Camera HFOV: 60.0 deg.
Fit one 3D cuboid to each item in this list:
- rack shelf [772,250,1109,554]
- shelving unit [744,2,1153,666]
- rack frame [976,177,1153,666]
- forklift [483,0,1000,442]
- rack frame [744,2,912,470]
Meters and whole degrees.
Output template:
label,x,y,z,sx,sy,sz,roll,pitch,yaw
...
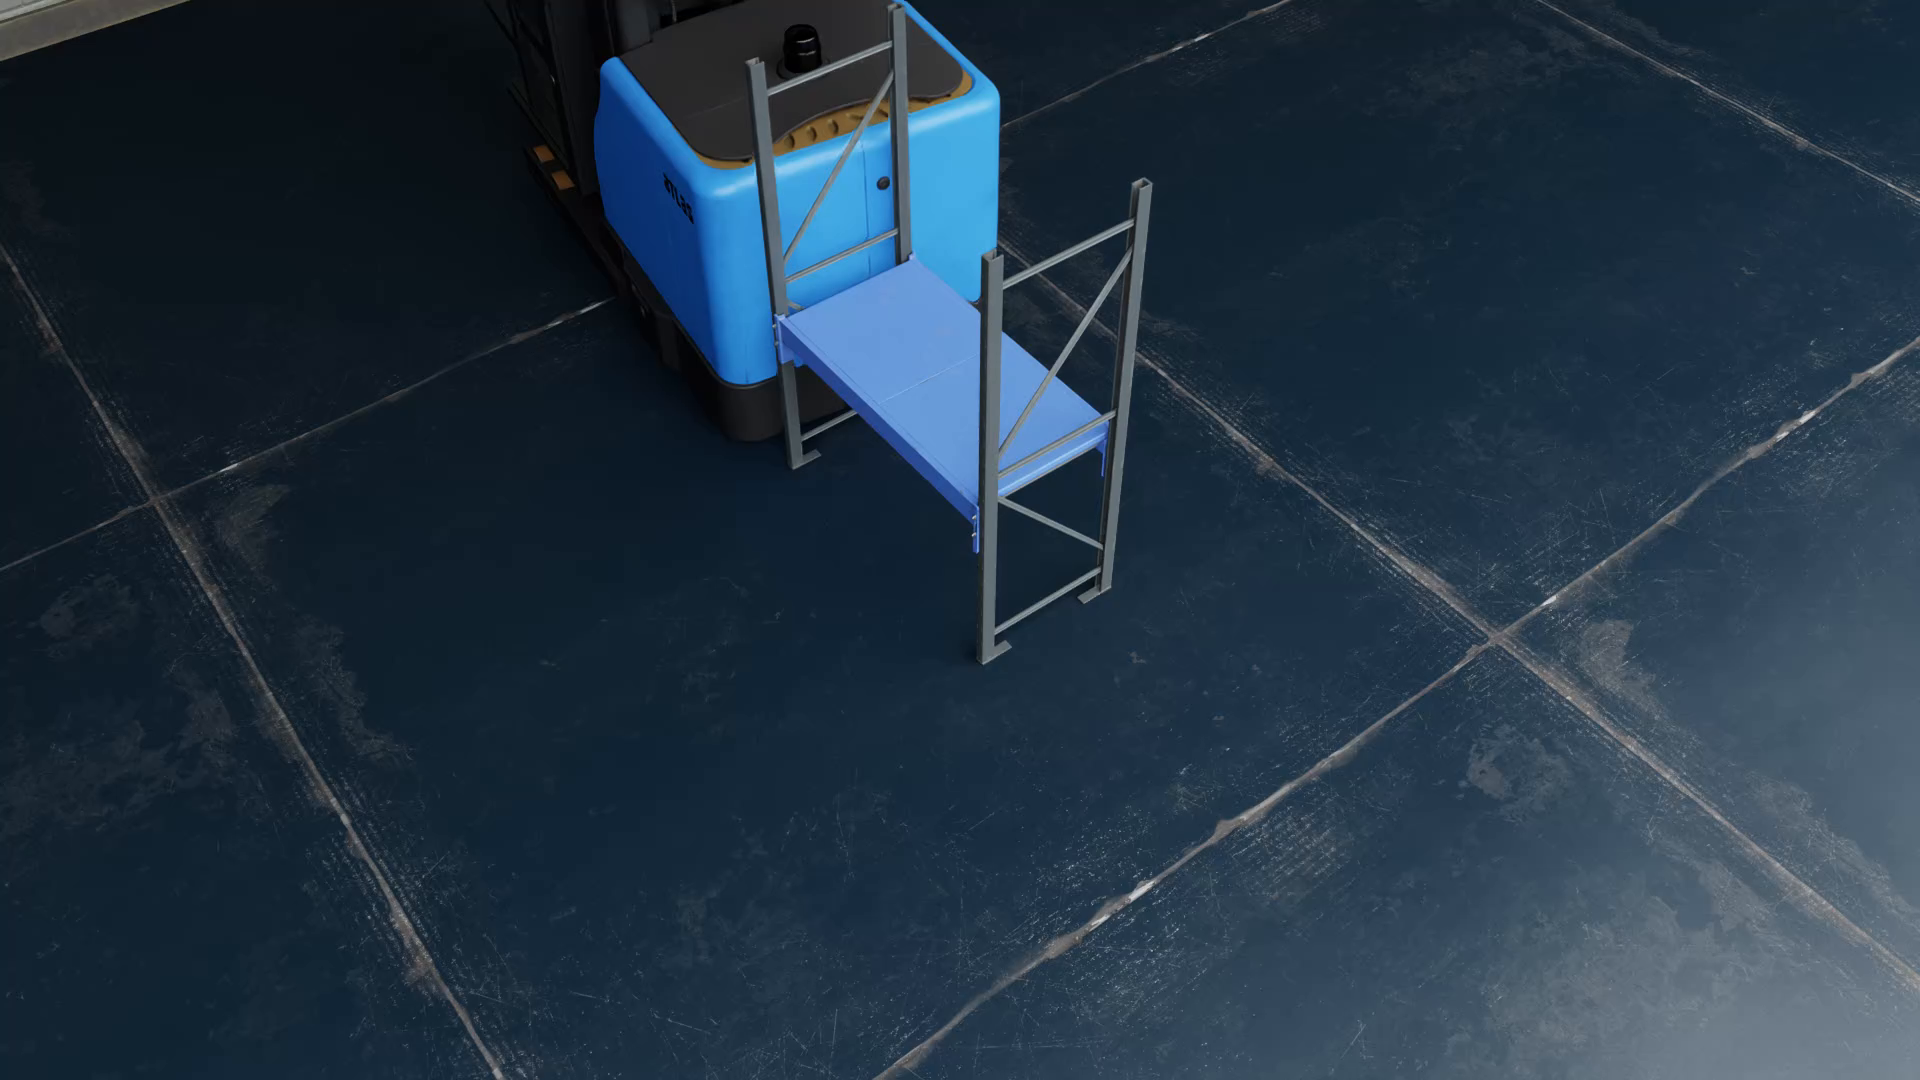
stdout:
label,x,y,z,sx,sy,sz,roll,pitch,yaw
rack shelf,-0.051,-0.432,4.872,0.538,0.185,1.000,-29,54,-24
shelving unit,-0.051,-0.553,4.739,0.538,1.500,1.048,-29,54,-24
rack frame,0.256,-0.253,4.467,0.500,1.500,0.032,-29,54,-24
forklift,-1.034,-2.393,5.441,1.130,2.935,3.031,-23,52,-20
rack frame,-0.358,-0.853,5.011,0.500,1.500,0.032,-29,54,-24
